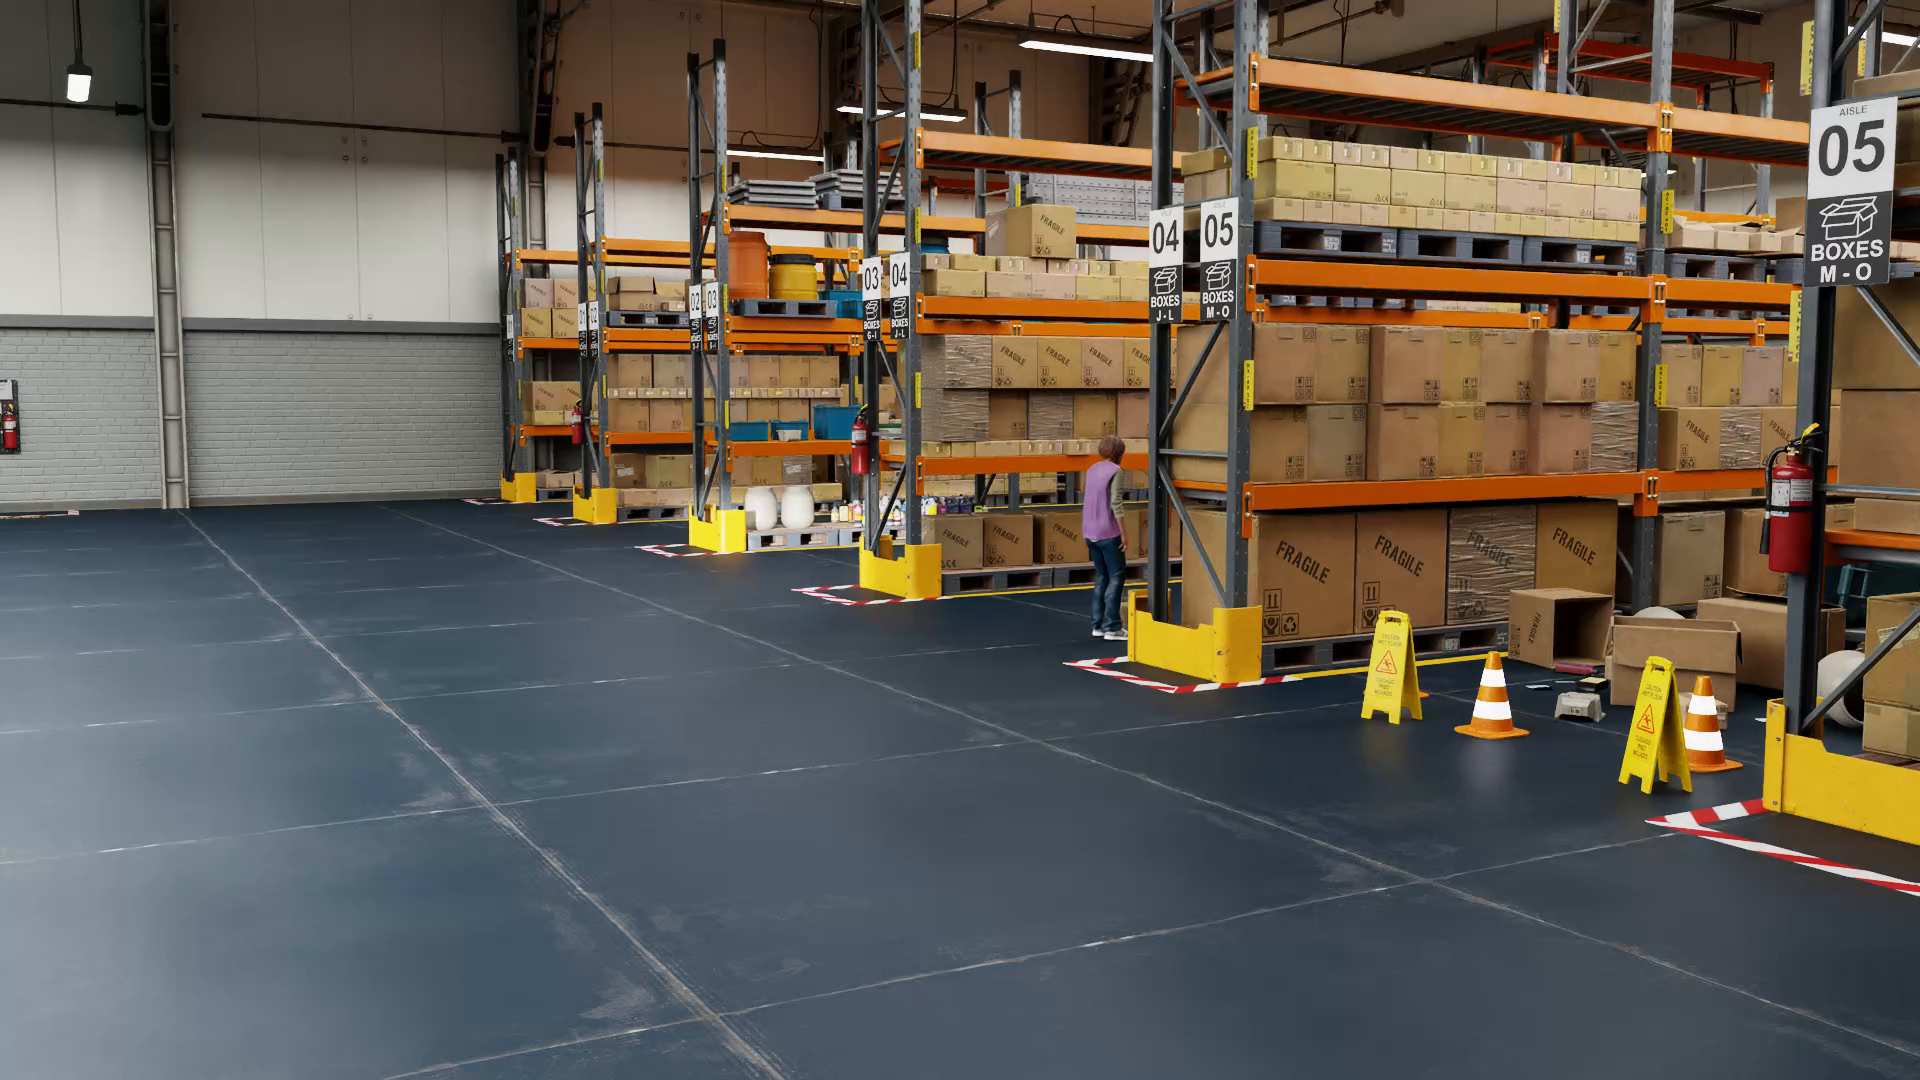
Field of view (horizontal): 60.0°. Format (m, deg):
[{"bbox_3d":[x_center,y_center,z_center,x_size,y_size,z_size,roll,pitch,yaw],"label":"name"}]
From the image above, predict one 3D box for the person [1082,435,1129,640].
[{"bbox_3d":[1.158,-0.024,12.995,0.377,1.591,0.476,-3,6,-32],"label":"person"}]
